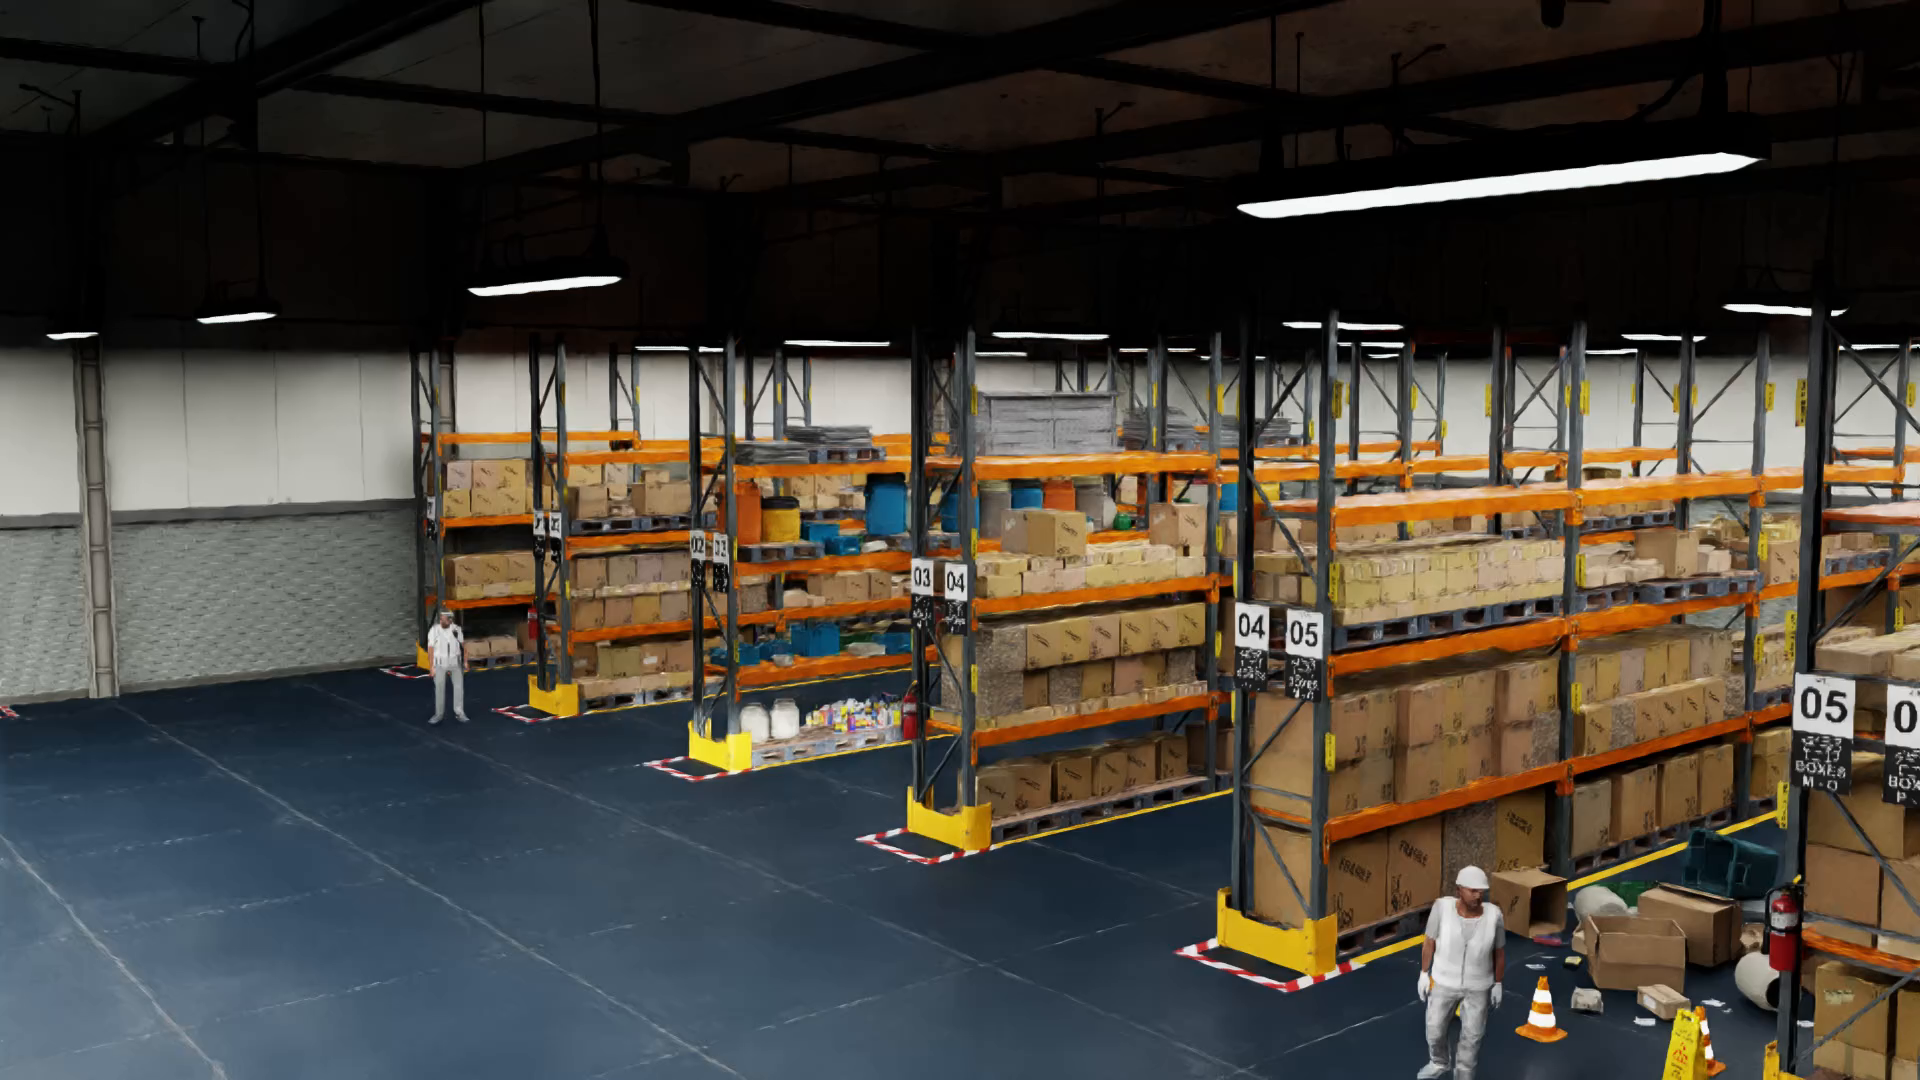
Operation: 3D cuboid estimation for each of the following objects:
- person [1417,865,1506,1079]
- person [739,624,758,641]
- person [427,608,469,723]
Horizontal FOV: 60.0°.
[{"bbox_3d":[3.612,3.180,11.995,0.599,1.771,0.573,1,5,15],"label":"person"},{"bbox_3d":[-4.282,1.325,33.013,0.517,1.596,0.625,-5,7,-42],"label":"person"},{"bbox_3d":[-7.867,1.912,25.557,0.633,1.763,0.423,-2,6,-25],"label":"person"}]
